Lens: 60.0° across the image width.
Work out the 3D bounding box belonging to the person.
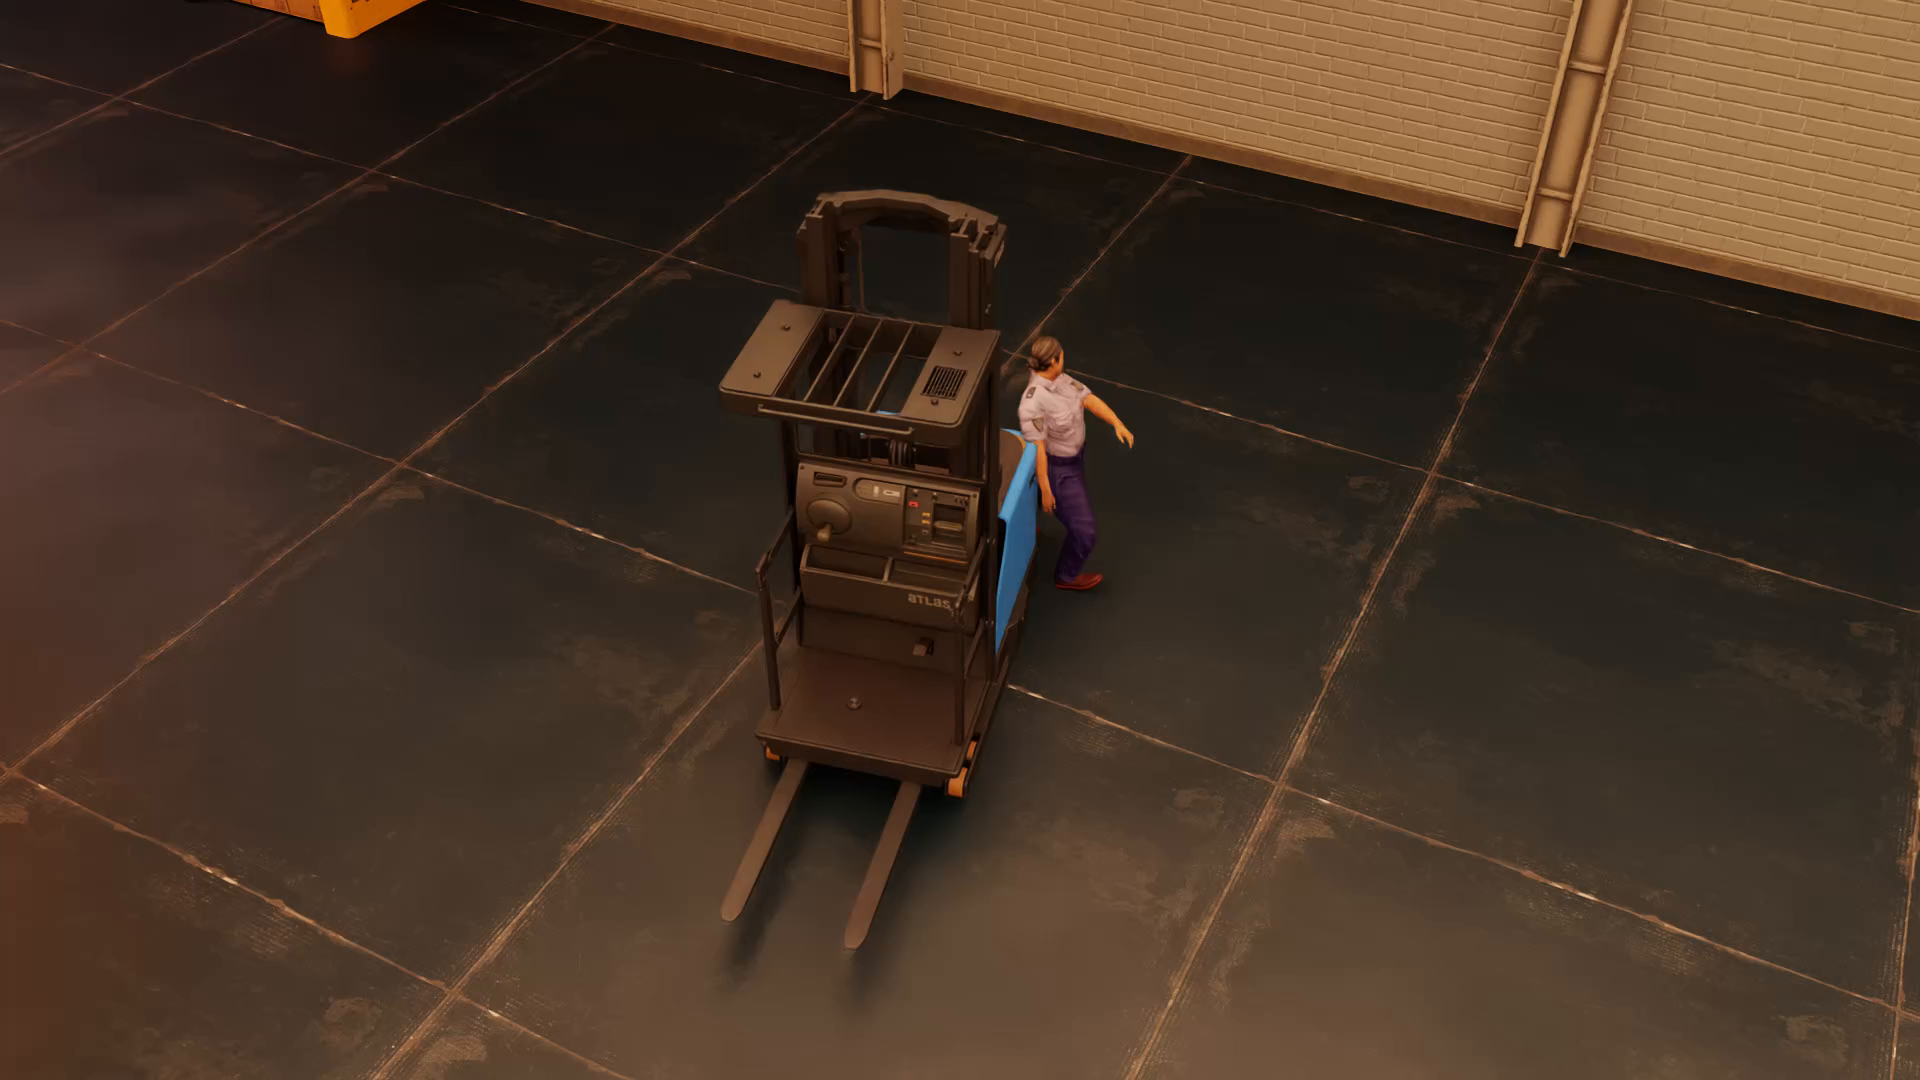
[{"bbox_3d":[0.571,-0.418,9.581,0.833,1.524,0.740,5,40,6],"label":"person"}]

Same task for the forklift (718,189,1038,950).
[{"bbox_3d":[-0.414,-0.059,8.057,1.130,2.935,3.031,10,41,11],"label":"forklift"}]
